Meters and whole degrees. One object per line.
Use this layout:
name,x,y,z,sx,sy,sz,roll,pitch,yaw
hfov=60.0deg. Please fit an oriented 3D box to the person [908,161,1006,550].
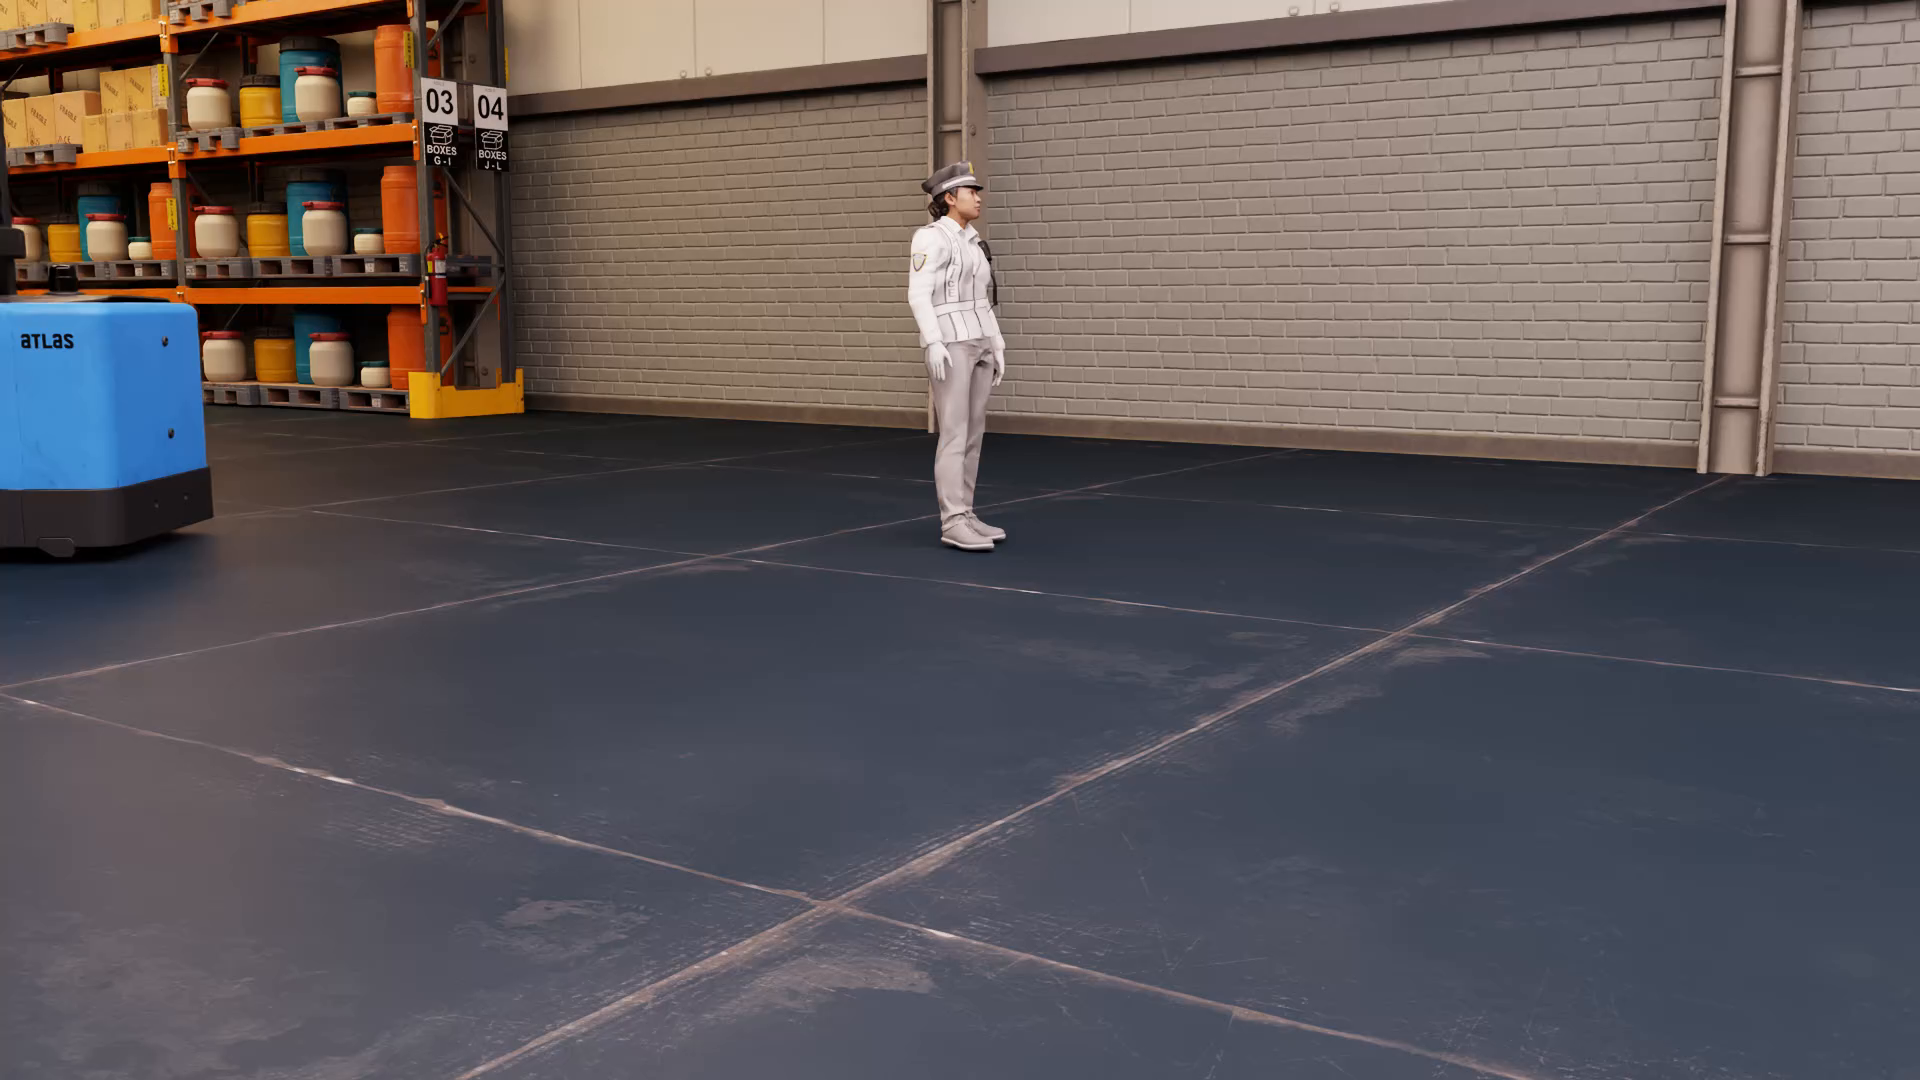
person,0.053,-0.840,7.439,0.530,1.694,0.586,5,10,34

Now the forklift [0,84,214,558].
forklift,-5.014,-1.416,7.150,3.031,2.935,1.130,0,8,-2
